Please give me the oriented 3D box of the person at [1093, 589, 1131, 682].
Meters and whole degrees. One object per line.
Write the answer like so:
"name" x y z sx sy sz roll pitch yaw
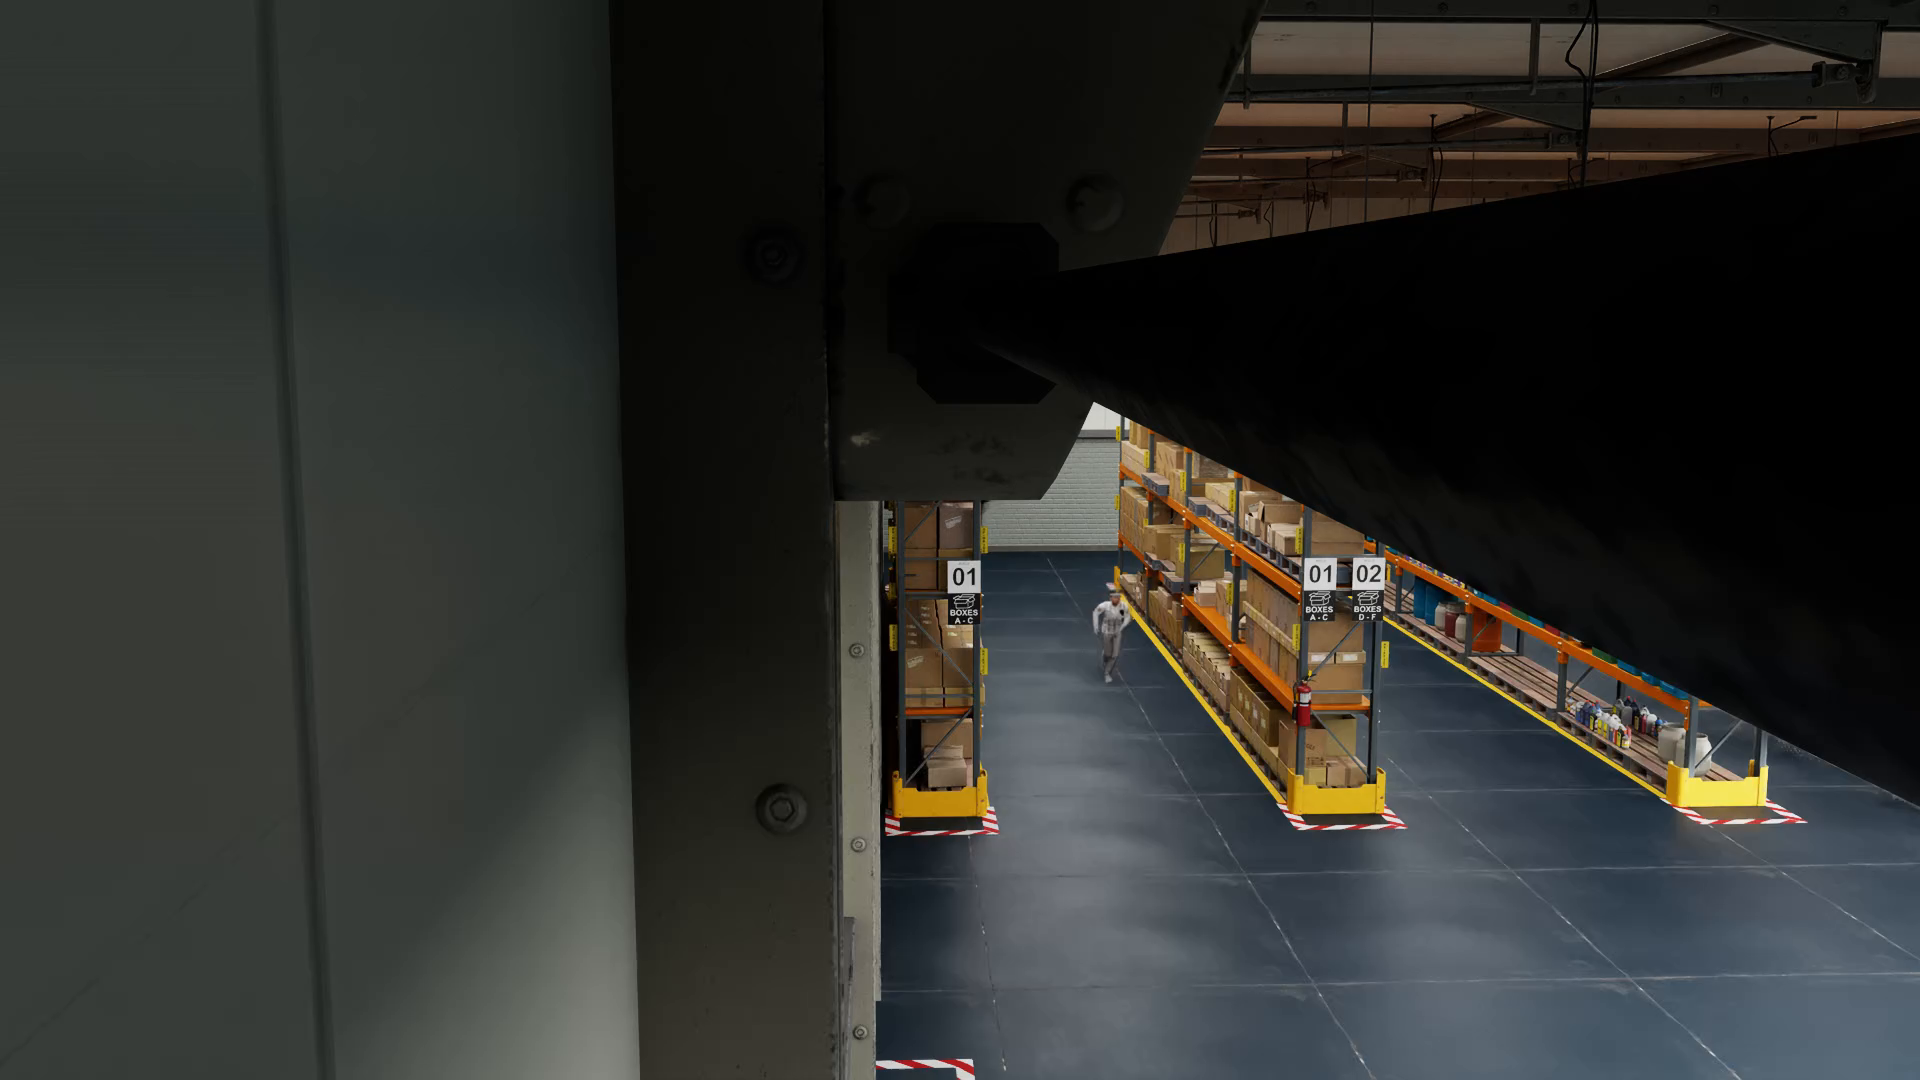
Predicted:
"person" 2.531 1.570 27.743 0.607 1.619 0.686 -2 8 -12
